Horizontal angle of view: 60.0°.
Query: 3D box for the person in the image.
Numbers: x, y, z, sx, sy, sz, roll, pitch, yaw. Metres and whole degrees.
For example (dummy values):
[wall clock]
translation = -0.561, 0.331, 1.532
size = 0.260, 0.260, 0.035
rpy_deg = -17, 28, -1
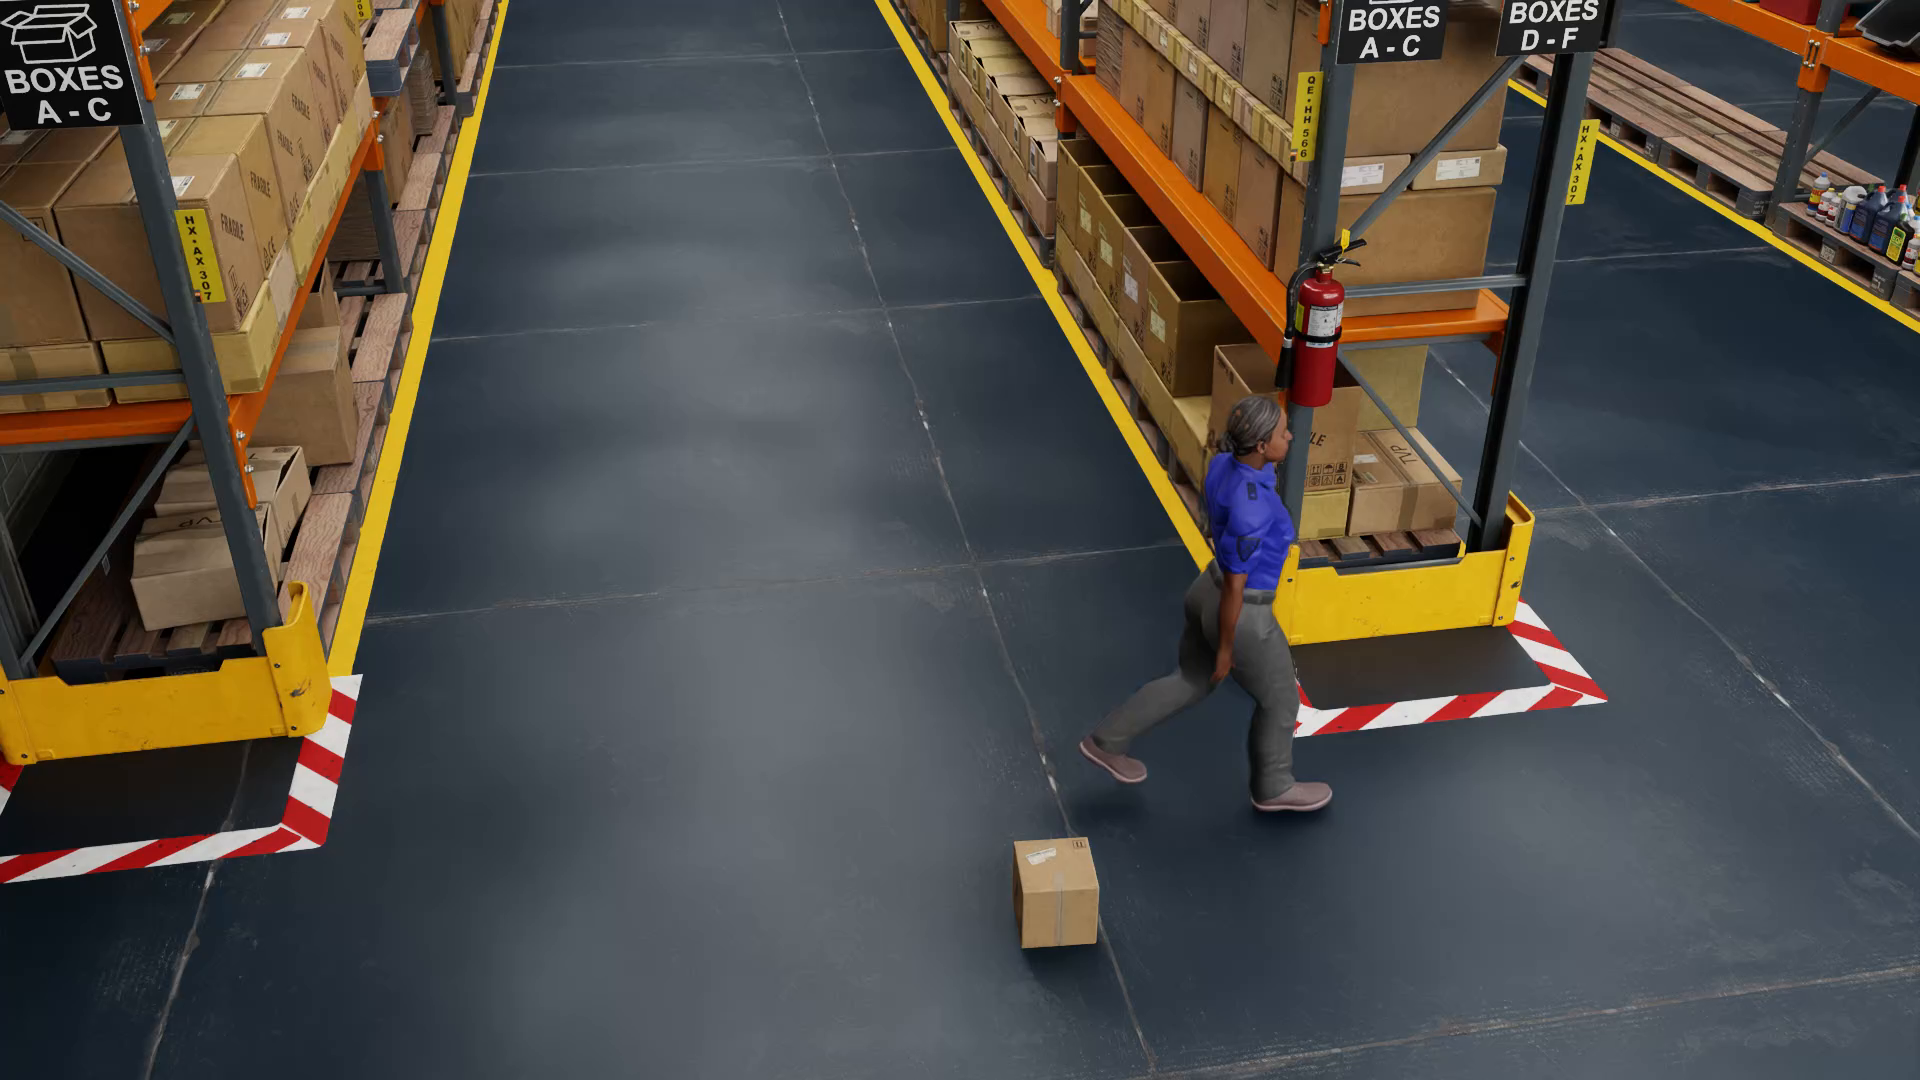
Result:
[person]
translation = 0.893, 0.249, 5.722
size = 0.910, 1.606, 0.441
rpy_deg = -5, 31, -8
